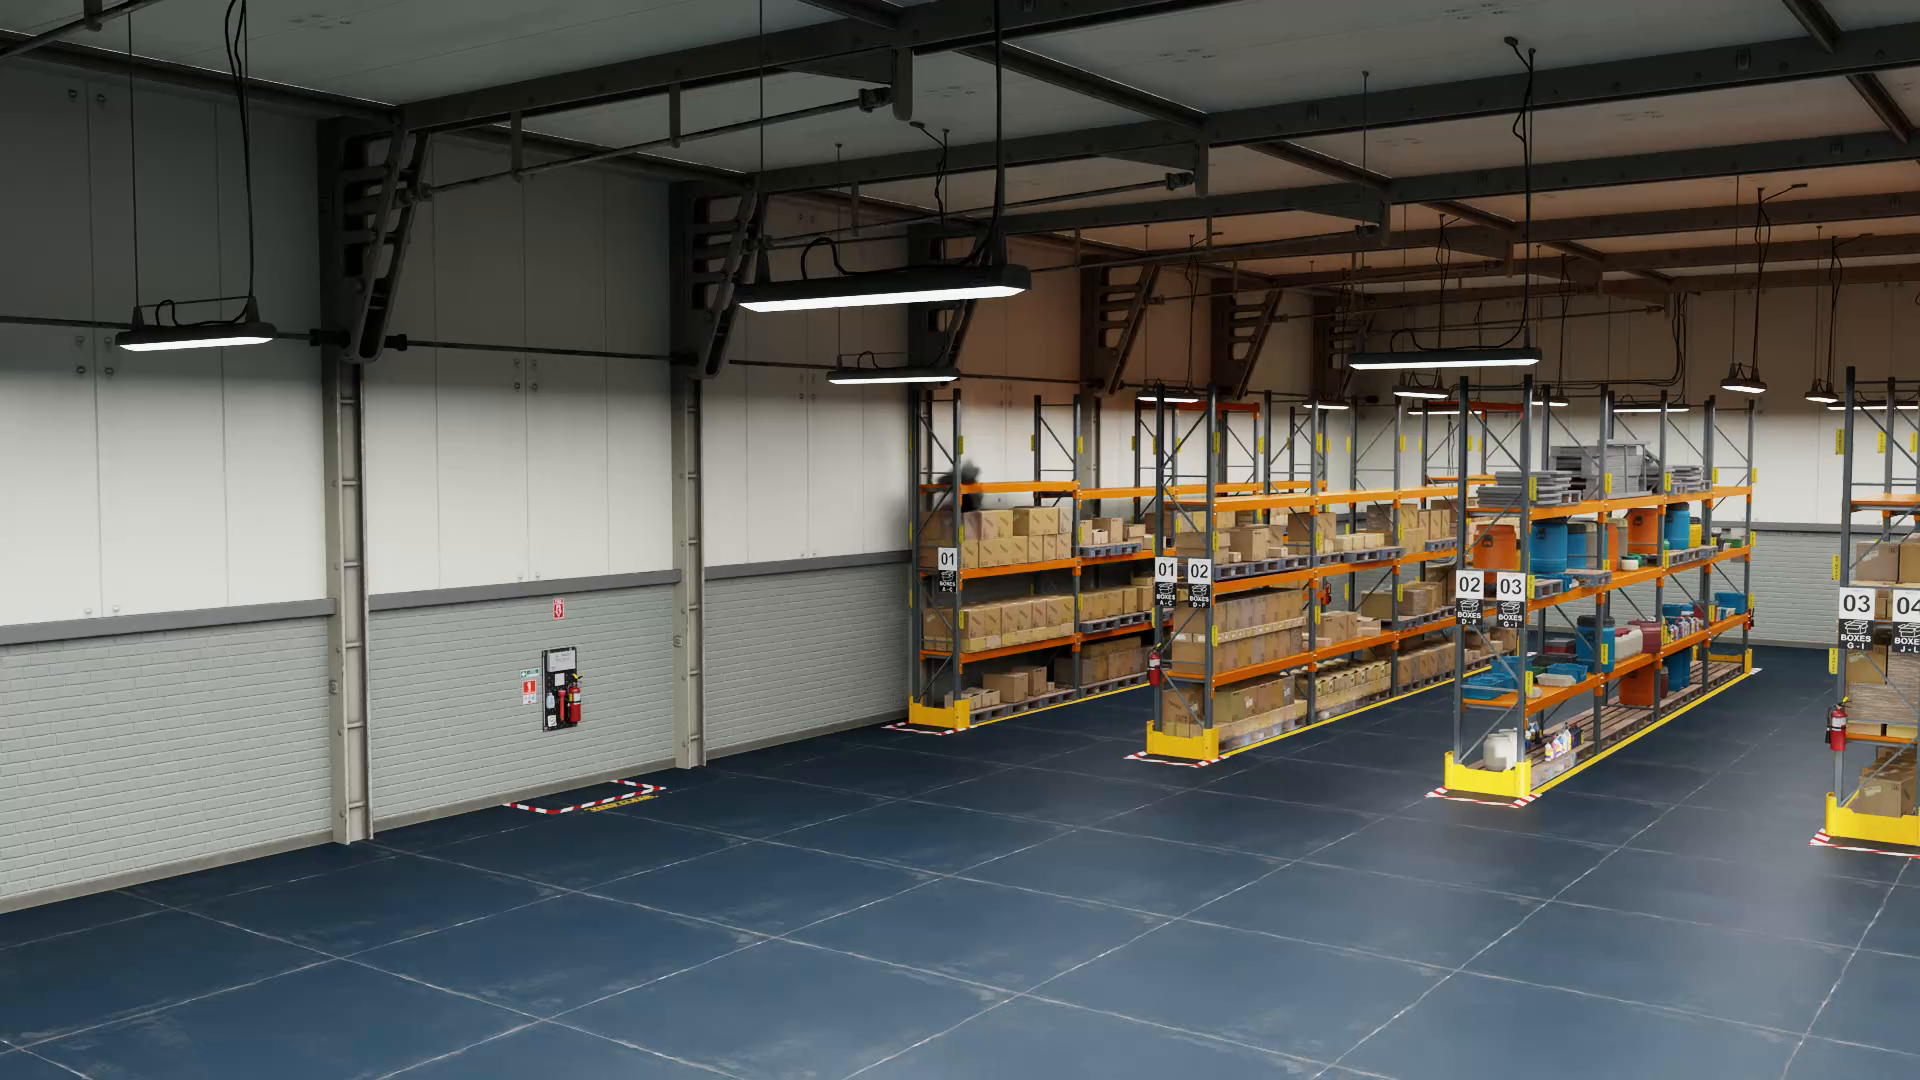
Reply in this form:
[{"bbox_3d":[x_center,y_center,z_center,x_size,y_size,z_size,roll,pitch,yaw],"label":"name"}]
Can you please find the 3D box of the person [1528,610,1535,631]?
[{"bbox_3d":[13.714,1.828,40.652,0.651,1.753,0.684,3,4,40],"label":"person"}]
